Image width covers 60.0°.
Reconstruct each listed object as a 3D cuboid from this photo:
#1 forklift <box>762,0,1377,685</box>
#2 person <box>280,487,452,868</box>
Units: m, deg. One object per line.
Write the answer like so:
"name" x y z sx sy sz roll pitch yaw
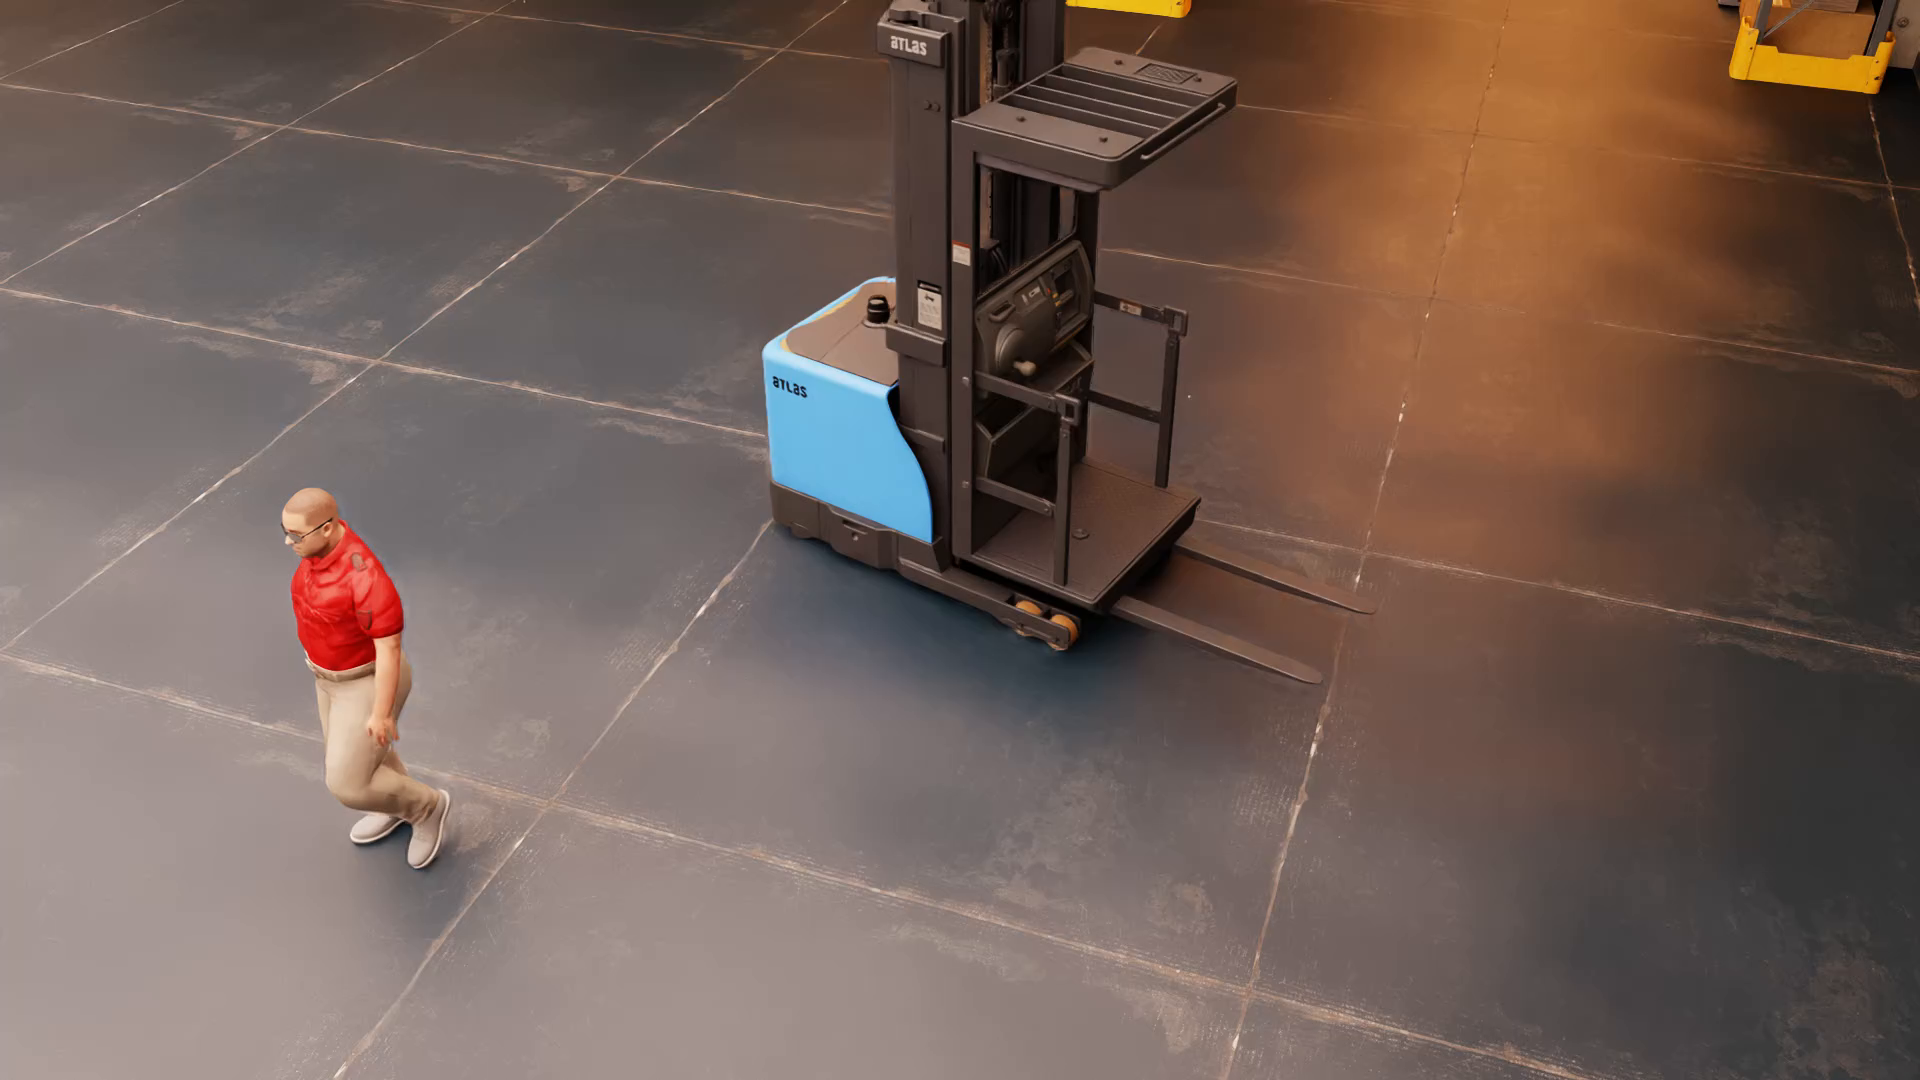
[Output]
"forklift" 0.521 -1.023 7.554 3.031 2.935 1.130 21 40 27
"person" -2.354 0.546 6.401 0.465 1.709 0.682 -29 44 -34
